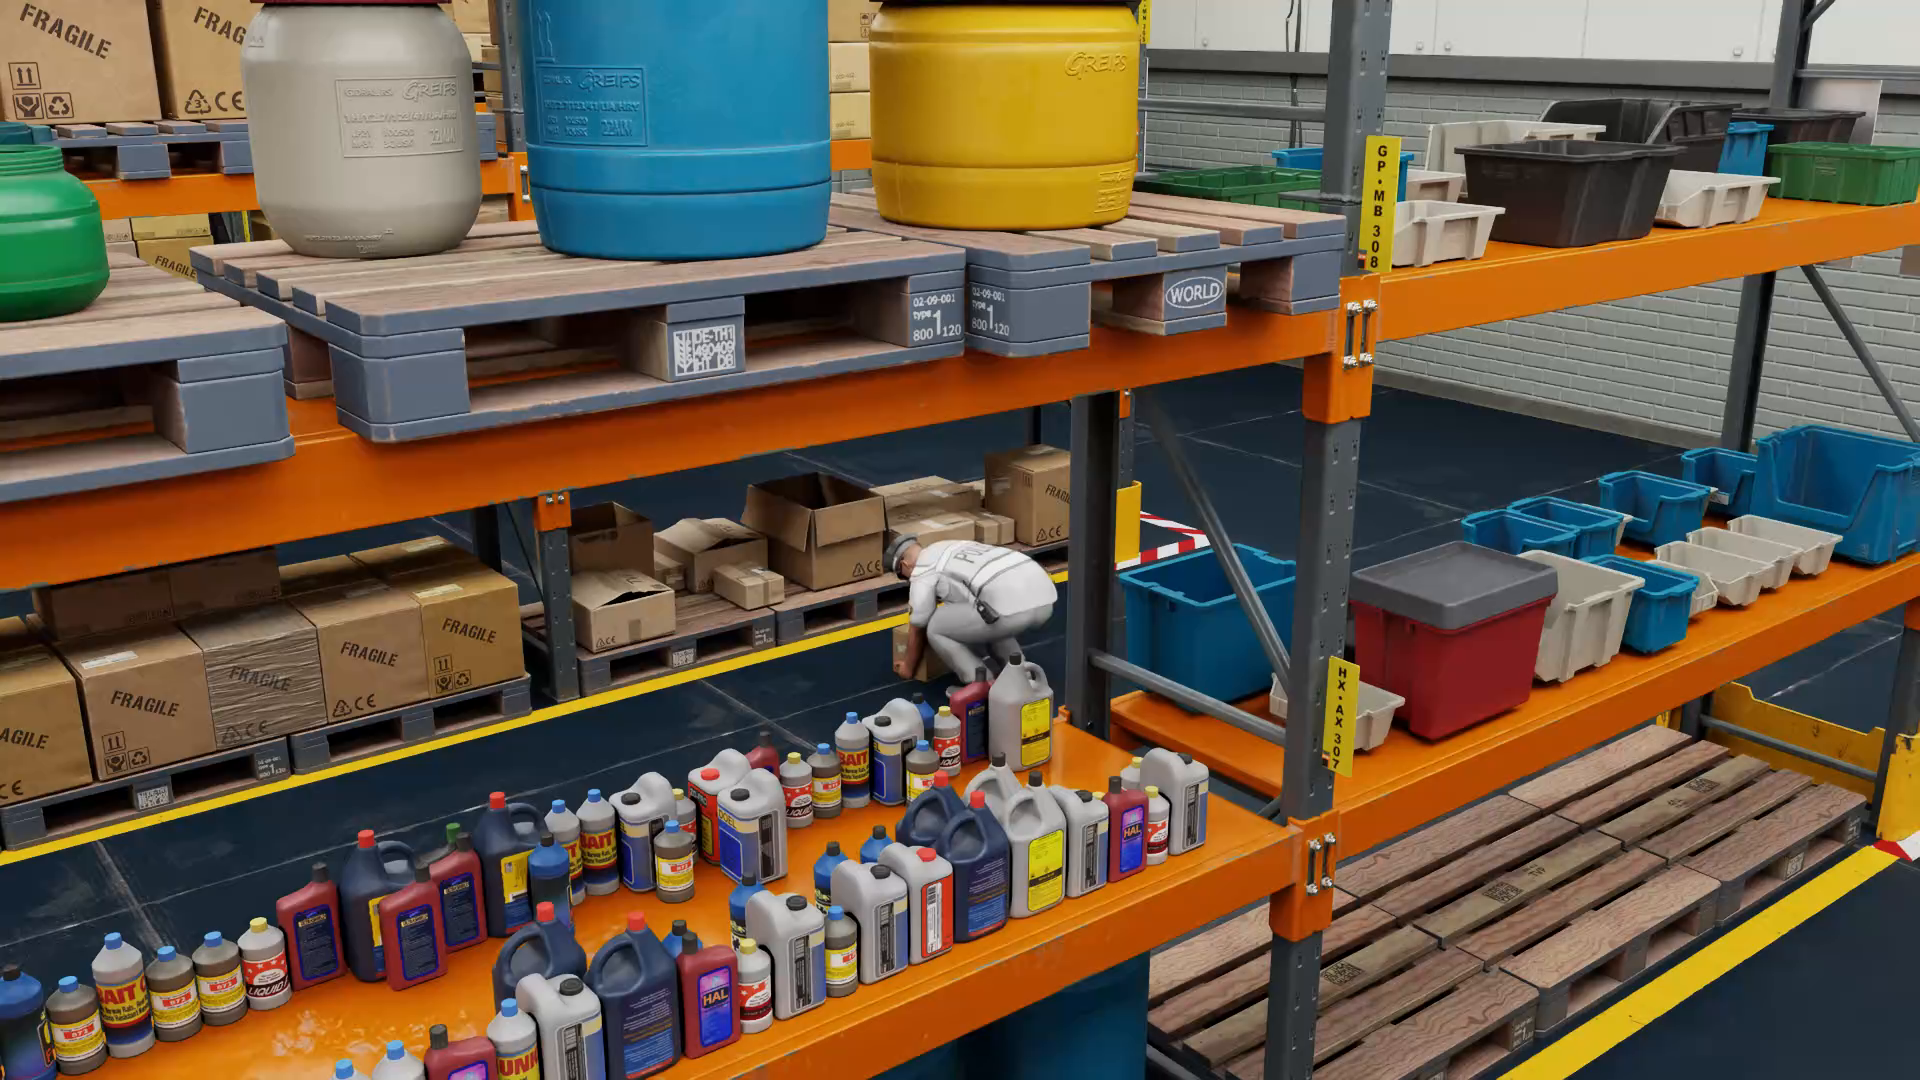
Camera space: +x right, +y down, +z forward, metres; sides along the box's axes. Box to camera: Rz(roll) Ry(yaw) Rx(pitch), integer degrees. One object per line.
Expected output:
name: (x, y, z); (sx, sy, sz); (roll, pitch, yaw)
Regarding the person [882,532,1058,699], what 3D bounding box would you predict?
person: (0.026, 0.416, 8.844); (1.029, 0.816, 0.529); (14, 23, 38)
